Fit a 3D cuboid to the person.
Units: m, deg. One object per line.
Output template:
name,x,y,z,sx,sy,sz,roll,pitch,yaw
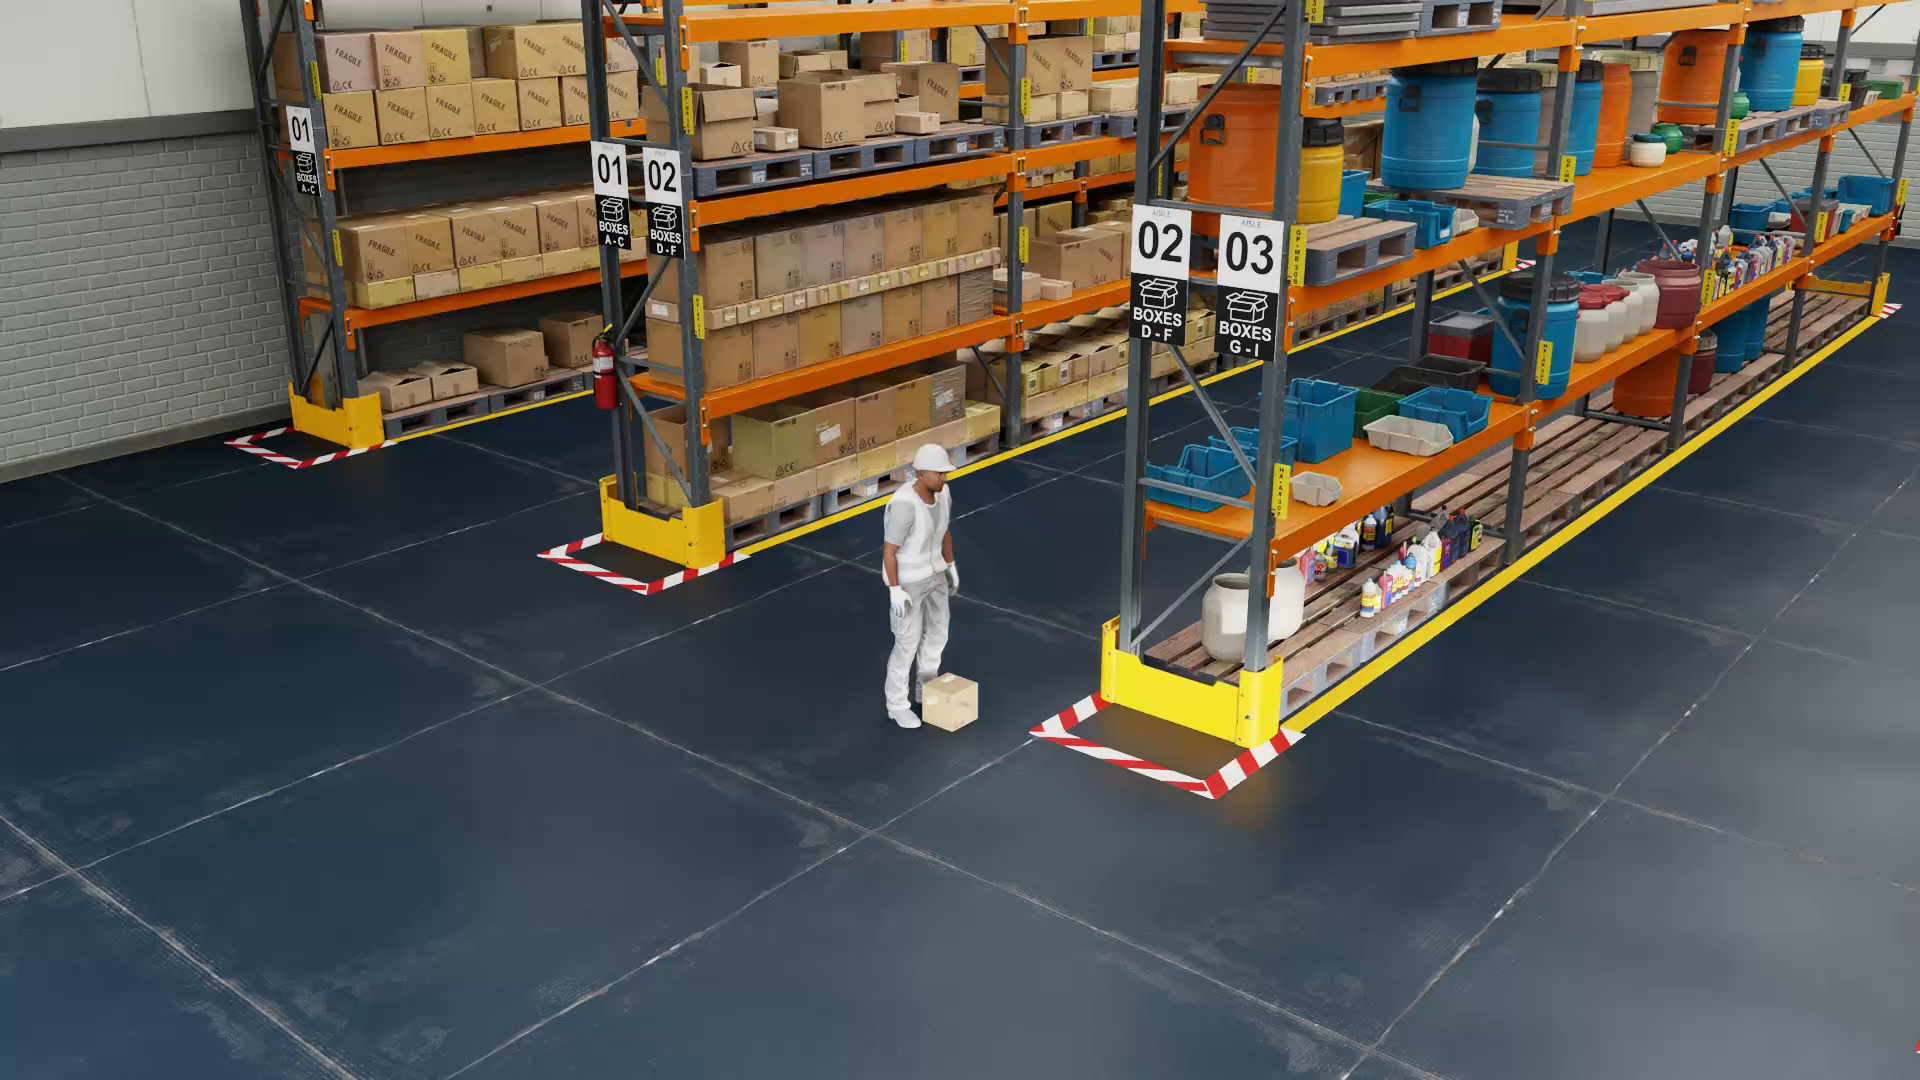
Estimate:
person,-0.234,0.253,10.363,0.445,1.775,0.629,15,25,36
